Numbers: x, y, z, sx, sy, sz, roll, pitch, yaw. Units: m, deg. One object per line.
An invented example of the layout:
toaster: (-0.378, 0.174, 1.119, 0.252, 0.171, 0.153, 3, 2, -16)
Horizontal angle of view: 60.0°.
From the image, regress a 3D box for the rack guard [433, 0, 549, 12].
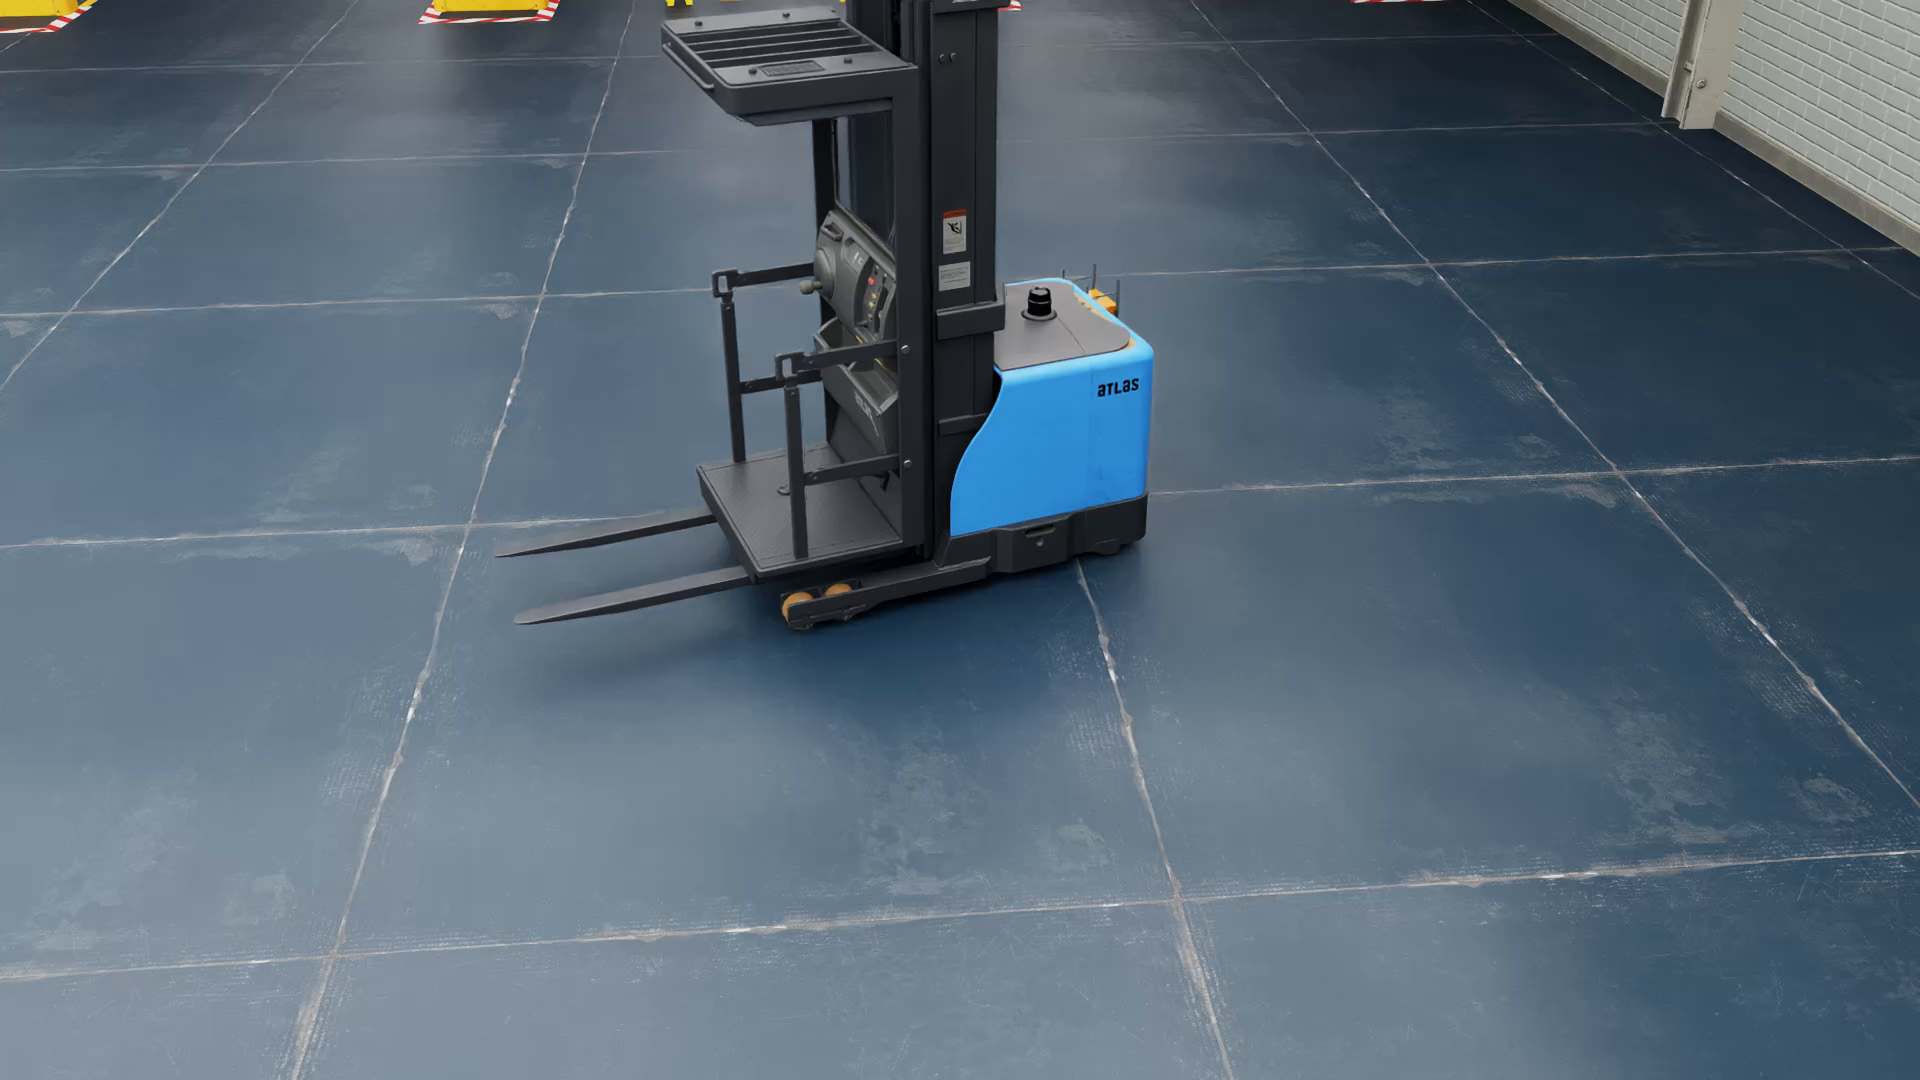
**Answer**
rack guard: (-5.009, -5.924, 17.681, 1.175, 0.500, 0.348, -3, 31, -5)

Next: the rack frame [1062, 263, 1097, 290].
rack frame: (0.614, -0.958, 8.829, 0.200, 1.050, 0.008, -14, 33, -22)

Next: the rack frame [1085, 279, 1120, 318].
rack frame: (0.719, -0.845, 8.640, 0.200, 1.050, 0.008, -14, 33, -22)

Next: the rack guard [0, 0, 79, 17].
rack guard: (-9.966, -5.789, 17.455, 1.175, 0.500, 0.348, -3, 31, -5)

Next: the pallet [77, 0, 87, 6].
pallet: (-10.007, -6.082, 18.226, 1.003, 0.211, 1.213, -3, 31, -5)

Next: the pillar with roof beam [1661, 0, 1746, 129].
pillar with roof beam: (1.956, -7.243, 11.600, 9.100, 9.000, 0.400, -3, 31, -5)

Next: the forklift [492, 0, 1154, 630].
forklift: (-0.654, -1.159, 7.332, 3.031, 2.935, 1.130, -12, 33, -19)

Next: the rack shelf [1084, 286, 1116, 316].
rack shelf: (0.667, -1.136, 8.595, 0.215, 0.259, 0.240, -14, 33, -22)

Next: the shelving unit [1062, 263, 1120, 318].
shelving unit: (0.667, -0.901, 8.735, 0.215, 1.050, 0.252, -14, 33, -22)

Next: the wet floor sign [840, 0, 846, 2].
wet floor sign: (-1.140, -6.139, 17.899, 0.267, 0.644, 0.232, 8, 32, 13)

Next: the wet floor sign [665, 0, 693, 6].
wet floor sign: (-3.037, -6.079, 17.798, 0.267, 0.644, 0.232, -8, 32, -13)
